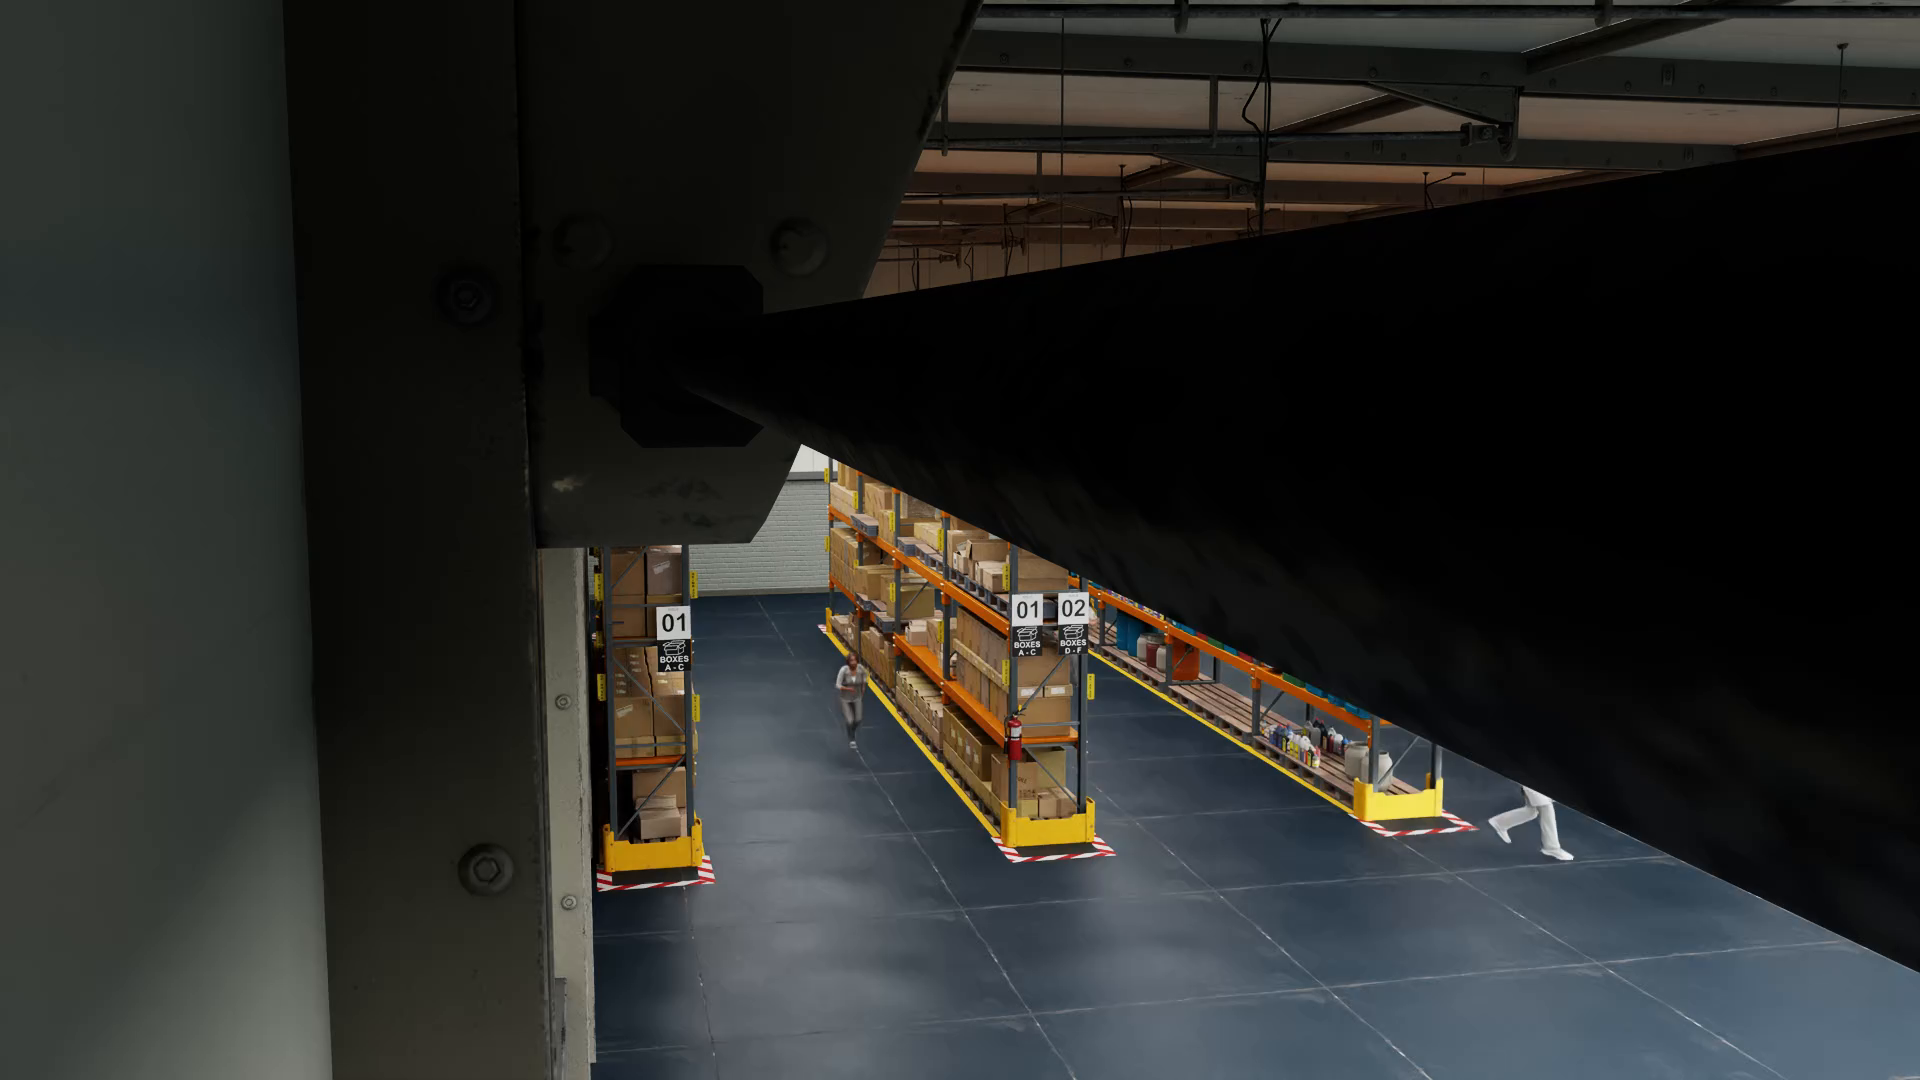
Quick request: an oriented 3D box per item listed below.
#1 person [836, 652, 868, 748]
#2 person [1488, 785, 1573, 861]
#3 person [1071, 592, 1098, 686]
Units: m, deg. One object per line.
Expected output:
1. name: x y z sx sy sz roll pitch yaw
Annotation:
1. person: -1.584 2.383 24.670 0.515 1.496 0.636 -1 7 -12
2. person: 7.071 3.020 20.537 1.025 1.787 0.710 3 7 23
3. person: 2.188 1.792 30.619 0.660 1.772 0.990 -2 7 -15
